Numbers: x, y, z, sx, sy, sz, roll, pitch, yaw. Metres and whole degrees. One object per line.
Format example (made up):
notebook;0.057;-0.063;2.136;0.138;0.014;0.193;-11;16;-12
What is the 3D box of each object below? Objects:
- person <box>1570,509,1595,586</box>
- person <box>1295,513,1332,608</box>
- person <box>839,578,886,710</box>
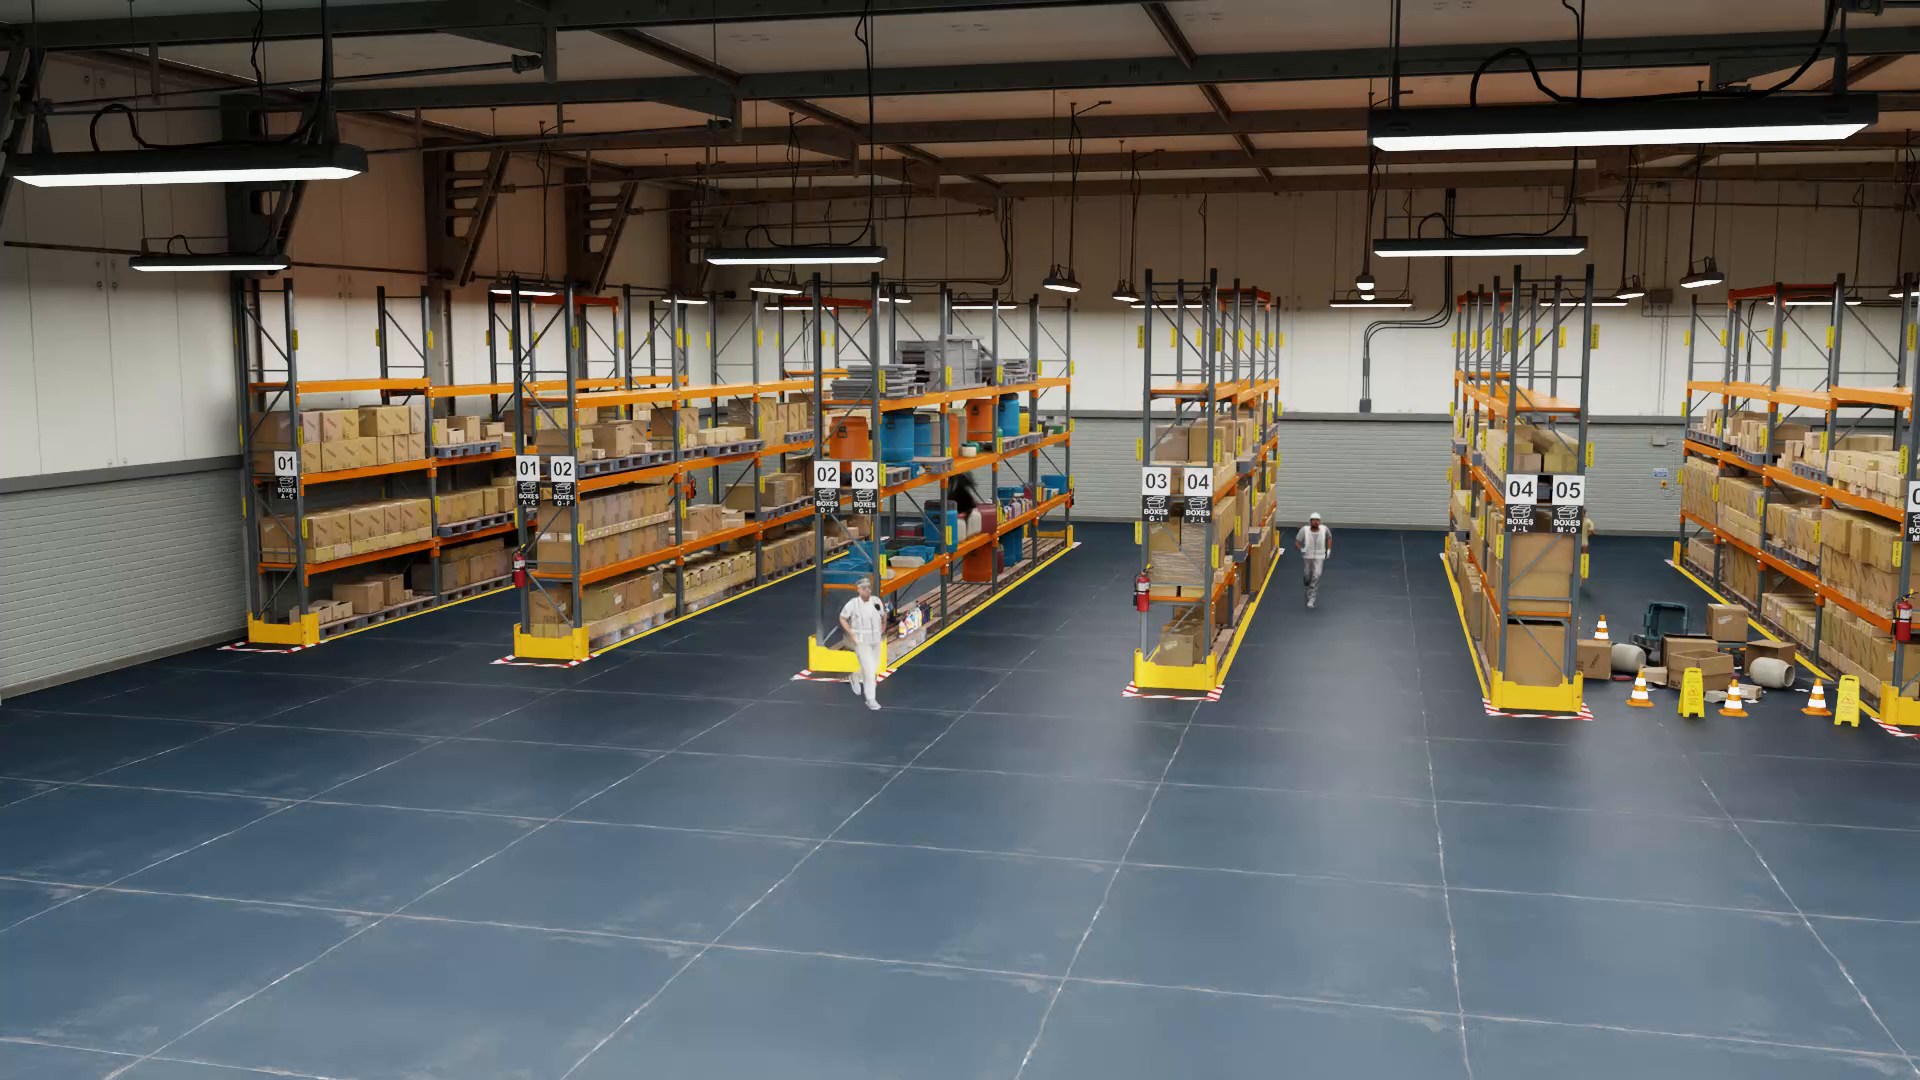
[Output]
person;12.635;0.114;33.942;0.583;1.633;0.581;1;7;7
person;6.703;0.352;31.558;0.707;1.770;0.972;1;7;9
person;-1.303;1.392;22.932;0.653;1.791;0.837;-4;8;-33
